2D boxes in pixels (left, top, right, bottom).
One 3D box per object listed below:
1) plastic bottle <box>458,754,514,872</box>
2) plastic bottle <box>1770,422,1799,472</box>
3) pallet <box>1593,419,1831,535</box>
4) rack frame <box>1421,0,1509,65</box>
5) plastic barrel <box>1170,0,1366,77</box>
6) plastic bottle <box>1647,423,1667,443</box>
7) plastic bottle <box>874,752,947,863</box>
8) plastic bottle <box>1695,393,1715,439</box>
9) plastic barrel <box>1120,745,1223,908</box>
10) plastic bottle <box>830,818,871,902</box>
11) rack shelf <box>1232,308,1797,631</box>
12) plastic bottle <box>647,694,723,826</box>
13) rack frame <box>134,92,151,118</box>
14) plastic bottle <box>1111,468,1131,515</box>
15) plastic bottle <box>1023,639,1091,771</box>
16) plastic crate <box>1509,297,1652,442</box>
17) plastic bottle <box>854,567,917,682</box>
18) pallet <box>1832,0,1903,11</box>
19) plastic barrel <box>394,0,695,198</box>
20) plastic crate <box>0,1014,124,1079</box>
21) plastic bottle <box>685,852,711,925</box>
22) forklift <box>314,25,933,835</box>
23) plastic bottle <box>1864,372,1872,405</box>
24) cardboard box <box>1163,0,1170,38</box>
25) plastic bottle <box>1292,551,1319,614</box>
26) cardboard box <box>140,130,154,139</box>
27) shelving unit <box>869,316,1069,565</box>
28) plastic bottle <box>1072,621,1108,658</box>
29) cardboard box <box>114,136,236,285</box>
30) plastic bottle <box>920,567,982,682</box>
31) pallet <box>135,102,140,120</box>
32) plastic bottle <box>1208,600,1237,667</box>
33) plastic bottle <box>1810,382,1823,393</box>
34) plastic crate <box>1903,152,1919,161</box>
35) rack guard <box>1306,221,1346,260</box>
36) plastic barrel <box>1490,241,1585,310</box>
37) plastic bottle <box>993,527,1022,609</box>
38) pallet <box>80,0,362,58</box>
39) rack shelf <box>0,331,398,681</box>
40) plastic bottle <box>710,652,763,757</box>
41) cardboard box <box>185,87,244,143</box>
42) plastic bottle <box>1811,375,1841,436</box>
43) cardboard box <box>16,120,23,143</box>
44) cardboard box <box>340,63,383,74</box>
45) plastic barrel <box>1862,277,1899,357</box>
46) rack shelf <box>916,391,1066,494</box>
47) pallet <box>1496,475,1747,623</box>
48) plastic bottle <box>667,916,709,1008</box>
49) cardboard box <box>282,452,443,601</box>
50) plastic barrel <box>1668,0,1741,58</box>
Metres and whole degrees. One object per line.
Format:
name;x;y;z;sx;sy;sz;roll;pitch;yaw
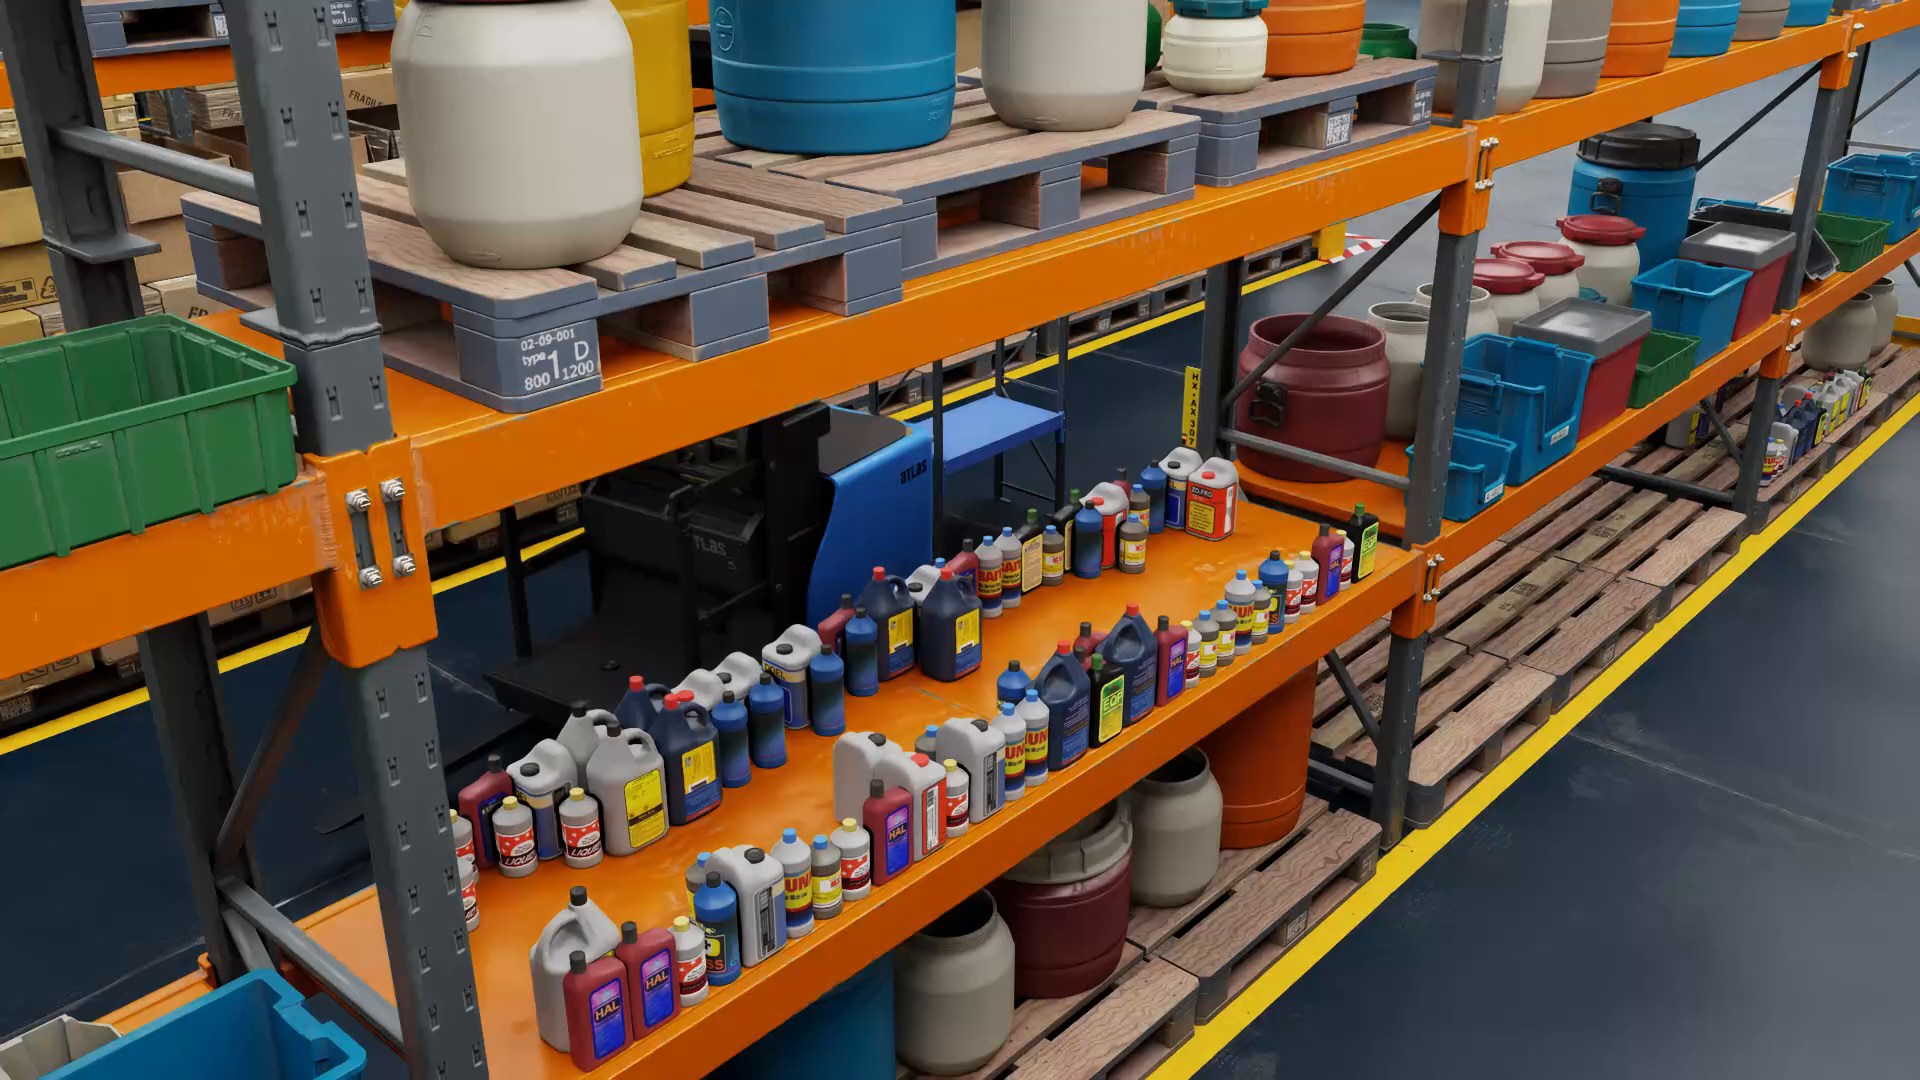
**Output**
plastic bottle;-1.191;0.685;4.198;0.061;0.283;0.133;20;31;38
plastic bottle;4.740;-0.556;9.614;0.152;0.276;0.135;22;32;39
pallet;4.485;-0.435;9.962;1.003;0.211;1.213;20;31;38
rack frame;1.336;-3.033;5.015;1.000;3.000;0.127;20;31;38
plastic barrel;0.955;-1.880;5.071;0.600;0.830;0.708;20;31;38
plastic bottle;4.221;-0.781;10.026;0.144;0.351;0.185;19;30;36
plastic bottle;-0.123;0.661;4.262;0.152;0.276;0.135;20;31;38
plastic bottle;4.476;-0.773;10.099;0.152;0.276;0.135;20;31;38
plastic barrel;0.712;0.998;5.885;0.421;0.512;0.421;0;24;0
plastic bottle;-0.269;0.778;4.091;0.097;0.201;0.097;0;24;0
rack shelf;2.671;-0.577;7.749;1.077;0.370;4.000;20;31;38
plastic bottle;-0.733;0.559;4.397;0.144;0.351;0.185;20;31;38
rack frame;-10.762;-6.927;21.033;1.000;3.000;0.127;20;31;38
plastic bottle;0.553;-0.111;5.974;0.061;0.283;0.133;20;31;38
plastic bottle;0.271;0.449;4.643;0.144;0.351;0.185;20;31;38
plastic crate;2.642;-0.734;7.141;0.402;0.464;0.583;20;31;38
plastic bottle;-0.229;0.241;5.107;0.144;0.351;0.185;20;31;38
pallet;4.414;-3.043;8.936;1.213;0.211;1.003;20;31;38
plastic barrel;-0.876;-1.057;3.530;0.600;0.588;0.600;0;24;0
plastic crate;-1.751;1.119;3.337;0.396;0.136;0.243;20;31;38
plastic bottle;-0.602;0.837;3.960;0.097;0.201;0.097;0;24;0
forklift;-1.339;-0.489;6.757;1.130;2.935;3.031;15;28;30
plastic bottle;5.776;-0.978;10.646;0.097;0.201;0.097;0;24;0
cardboard box;1.473;-3.877;12.522;0.500;0.500;0.500;20;31;38
plastic bottle;1.139;0.135;5.525;0.097;0.201;0.097;0;24;0
cardboard box;-8.351;-3.972;17.142;0.950;0.372;0.625;21;32;39
shelving unit;0.057;-0.710;9.001;0.538;1.500;1.048;20;31;38
plastic bottle;0.390;0.363;4.918;0.061;0.283;0.133;20;31;38
cardboard box;-3.732;-1.529;7.646;0.797;0.503;0.637;21;32;39
plastic bottle;-0.026;0.241;5.106;0.144;0.351;0.185;20;31;38
pallet;-11.225;-5.419;21.079;1.003;0.211;1.213;20;31;38
plastic bottle;0.814;0.284;5.194;0.097;0.201;0.097;0;24;0
plastic bottle;5.389;-0.894;10.461;0.097;0.201;0.097;0;24;0
plastic crate;6.564;-2.431;11.187;0.499;0.251;0.616;20;31;38
rack guard;2.936;-2.922;15.155;1.175;0.500;0.348;20;31;38
plastic barrel;2.714;-1.121;7.918;0.433;0.535;0.433;0;24;0
plastic bottle;0.157;0.087;5.548;0.097;0.271;0.097;0;24;0
pallet;-3.487;-2.378;7.453;1.003;0.211;1.213;22;32;40
rack shelf;-2.669;0.492;1.699;1.077;0.370;4.000;20;31;38
plastic bottle;-0.641;0.465;4.697;0.152;0.276;0.135;20;31;38
cardboard box;-5.478;-3.142;12.469;0.500;0.500;0.500;21;31;38
plastic bottle;5.263;-0.826;10.126;0.144;0.351;0.185;20;31;37
cardboard box;-6.320;-2.808;11.277;0.380;0.149;0.250;21;32;39
cardboard box;-4.995;-3.980;13.117;0.700;0.500;0.500;20;31;37
plastic barrel;6.293;-1.568;11.608;0.421;0.512;0.421;0;24;0
rack shelf;0.057;-0.546;9.075;0.538;0.185;1.000;20;31;38
pallet;3.510;0.008;8.974;1.003;0.211;1.213;20;31;38
plastic bottle;-0.619;0.938;3.735;0.097;0.201;0.097;0;24;0
cardboard box;-3.429;-0.396;8.551;1.225;0.875;0.875;20;31;38
plastic barrel;2.955;-2.499;6.878;0.600;0.901;0.708;20;31;38
